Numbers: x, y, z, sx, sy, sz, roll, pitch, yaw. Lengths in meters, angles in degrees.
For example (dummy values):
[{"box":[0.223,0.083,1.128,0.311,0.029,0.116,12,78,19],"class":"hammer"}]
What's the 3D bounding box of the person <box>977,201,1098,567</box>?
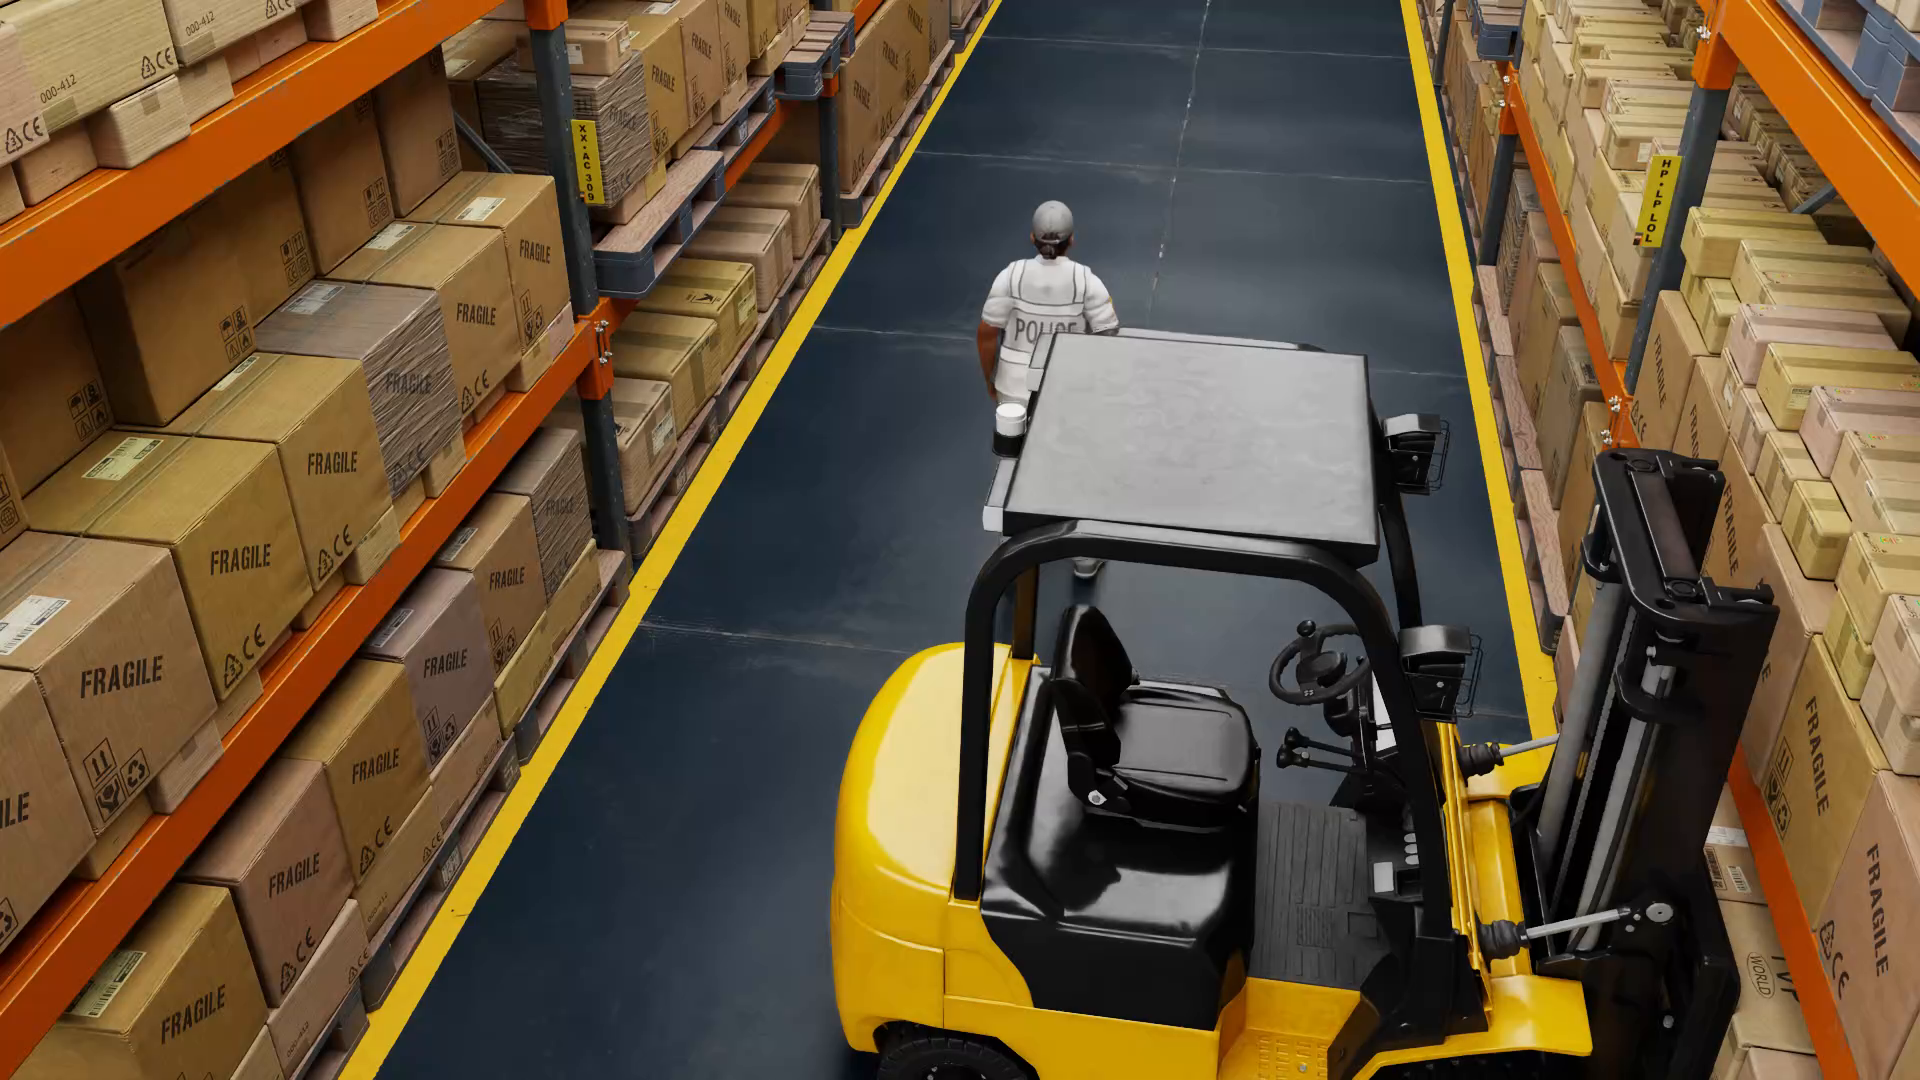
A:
[{"box":[0.380,-0.675,7.146,0.606,1.566,0.501,5,33,7],"class":"person"}]
